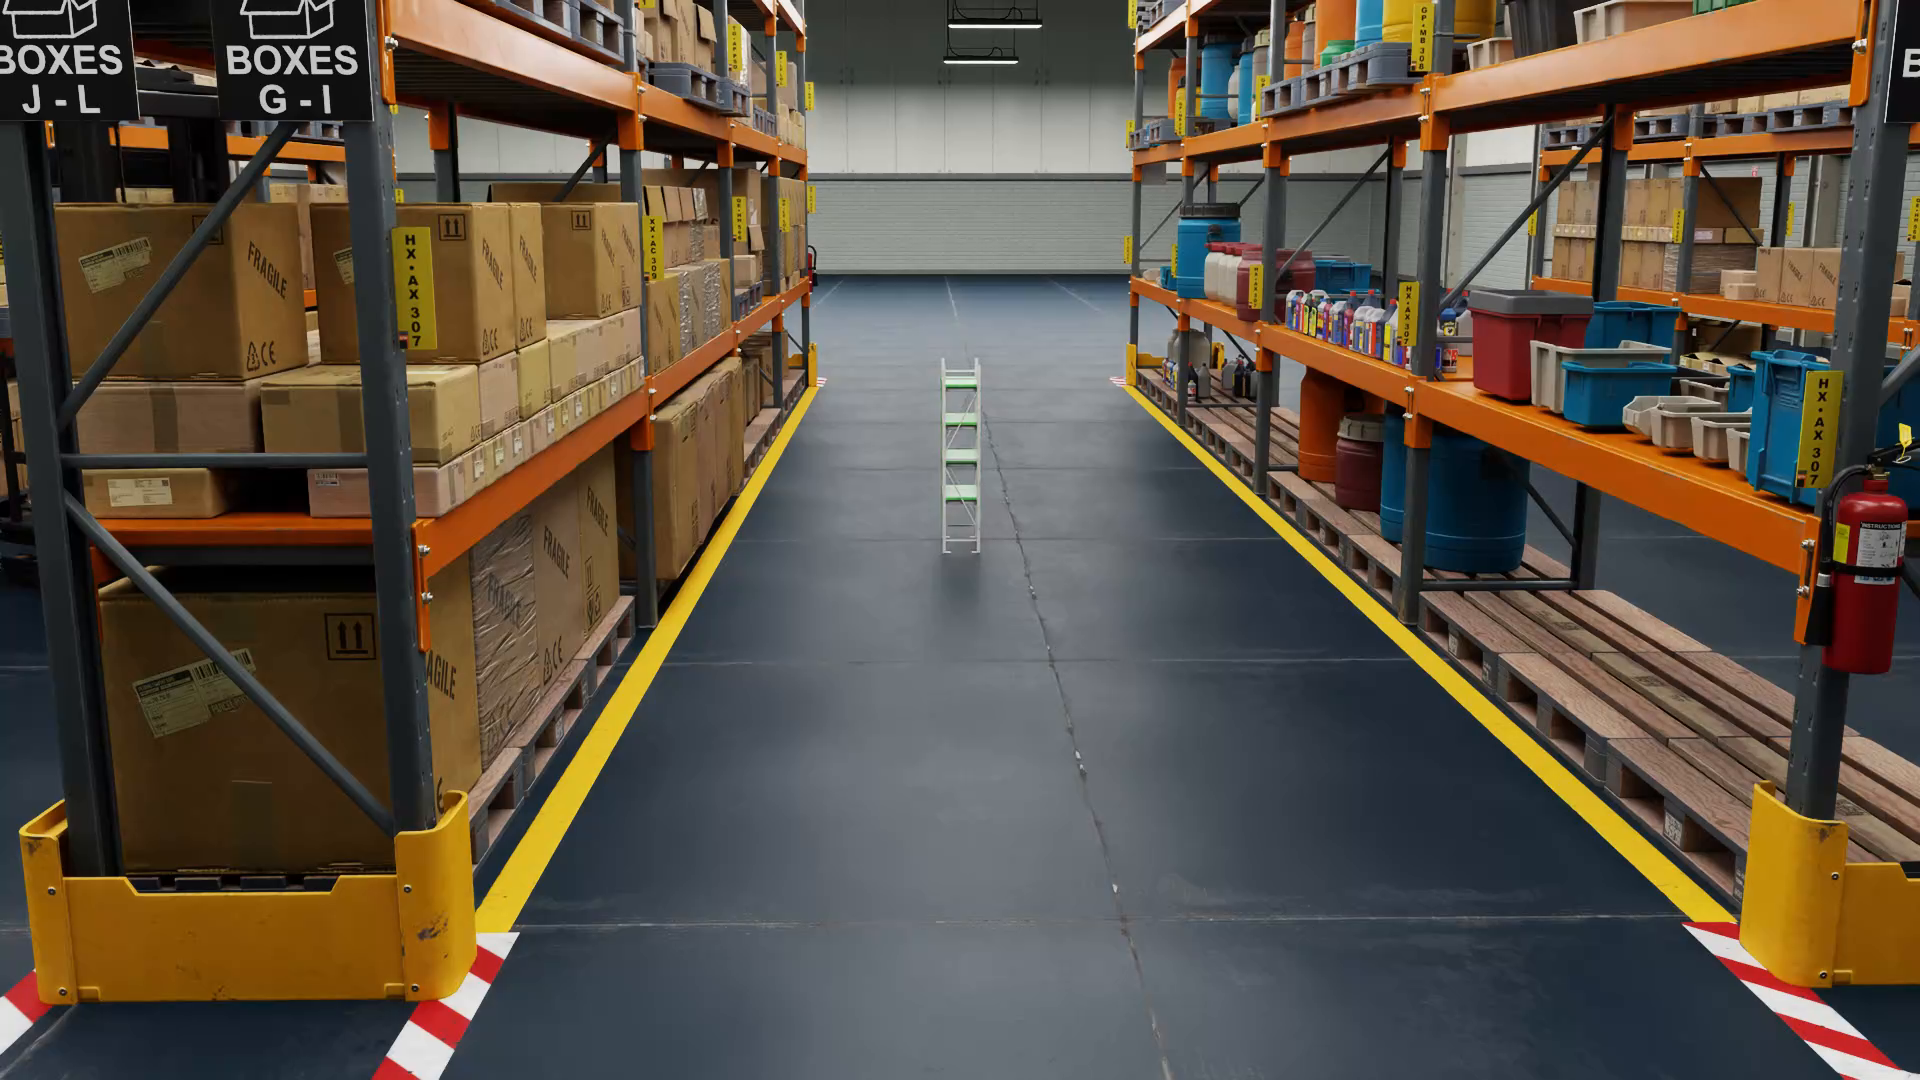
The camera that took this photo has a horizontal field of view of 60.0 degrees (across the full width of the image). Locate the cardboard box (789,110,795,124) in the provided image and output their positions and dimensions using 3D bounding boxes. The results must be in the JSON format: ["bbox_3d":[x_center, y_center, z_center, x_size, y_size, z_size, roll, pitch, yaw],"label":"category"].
[{"bbox_3d":[-2.013,-4.671,18.367,0.380,0.149,0.250,-1,11,-4],"label":"cardboard box"}]

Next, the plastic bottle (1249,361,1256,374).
[{"bbox_3d":[3.082,-1.696,17.431,0.144,0.351,0.185,0,11,0],"label":"plastic bottle"}]

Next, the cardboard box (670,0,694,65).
[{"bbox_3d":[-1.995,-3.234,10.602,0.500,0.500,0.500,0,11,2],"label":"cardboard box"}]

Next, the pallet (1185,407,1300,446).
[{"bbox_3d":[2.739,-1.094,15.920,1.003,0.211,1.213,0,11,-1],"label":"pallet"}]

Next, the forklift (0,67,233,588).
[{"bbox_3d":[-5.065,-1.249,9.845,3.031,2.935,1.130,6,13,28],"label":"forklift"}]

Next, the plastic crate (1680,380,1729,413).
[{"bbox_3d":[3.186,-0.581,6.893,0.293,0.136,0.466,0,11,-1],"label":"plastic crate"}]

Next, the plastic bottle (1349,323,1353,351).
[{"bbox_3d":[2.463,-1.275,10.297,0.097,0.201,0.097,0,11,0],"label":"plastic bottle"}]

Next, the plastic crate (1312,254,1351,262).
[{"bbox_3d":[3.039,-2.175,14.076,0.402,0.464,0.583,0,11,-1],"label":"plastic crate"}]

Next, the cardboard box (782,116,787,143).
[{"bbox_3d":[-2.037,-4.188,16.993,0.500,0.250,0.500,0,11,-2],"label":"cardboard box"}]

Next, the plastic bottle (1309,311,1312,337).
[{"bbox_3d":[2.440,-1.495,11.383,0.097,0.201,0.097,0,11,0],"label":"plastic bottle"}]

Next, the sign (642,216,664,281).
[{"bbox_3d":[-1.548,-1.472,8.392,0.100,0.325,0.005,0,11,-1],"label":"sign"}]

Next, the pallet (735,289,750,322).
[{"bbox_3d":[-2.306,-1.848,13.107,1.213,0.211,1.003,0,11,-1],"label":"pallet"}]

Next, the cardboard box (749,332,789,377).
[{"bbox_3d":[-2.308,-2.129,19.240,0.500,0.500,0.500,3,12,14],"label":"cardboard box"}]

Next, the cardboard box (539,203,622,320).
[{"bbox_3d":[-1.819,-1.256,7.448,0.500,0.500,0.500,0,11,-1],"label":"cardboard box"}]

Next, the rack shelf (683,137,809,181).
[{"bbox_3d":[-2.309,-4.111,18.044,1.077,0.370,4.000,0,11,-1],"label":"rack shelf"}]

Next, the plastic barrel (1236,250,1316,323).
[{"bbox_3d":[2.454,-1.979,12.928,0.600,0.536,0.708,0,11,-1],"label":"plastic barrel"}]

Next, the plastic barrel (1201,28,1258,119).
[{"bbox_3d":[2.771,-4.736,16.999,0.600,0.901,0.708,0,11,-1],"label":"plastic barrel"}]

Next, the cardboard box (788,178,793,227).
[{"bbox_3d":[-2.045,-3.570,17.598,0.500,0.500,0.500,0,11,-1],"label":"cardboard box"}]

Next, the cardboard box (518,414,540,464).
[{"bbox_3d":[-1.720,-0.364,5.940,0.380,0.149,0.250,0,11,-2],"label":"cardboard box"}]

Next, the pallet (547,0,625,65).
[{"bbox_3d":[-2.096,-2.270,7.382,1.003,0.211,1.213,0,11,-1],"label":"pallet"}]

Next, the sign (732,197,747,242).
[{"bbox_3d":[-1.630,-2.371,12.292,0.100,0.325,0.005,0,11,-1],"label":"sign"}]

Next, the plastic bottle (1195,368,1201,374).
[{"bbox_3d":[2.526,-1.668,17.480,0.152,0.276,0.135,0,11,-1],"label":"plastic bottle"}]

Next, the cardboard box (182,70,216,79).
[{"bbox_3d":[-7.496,-4.490,16.423,0.500,0.250,0.500,0,11,-2],"label":"cardboard box"}]

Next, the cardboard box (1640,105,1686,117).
[{"bbox_3d":[7.338,-4.496,17.356,0.380,0.149,0.250,0,11,-1],"label":"cardboard box"}]

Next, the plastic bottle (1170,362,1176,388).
[{"bbox_3d":[2.341,-1.800,18.143,0.097,0.271,0.097,0,11,0],"label":"plastic bottle"}]

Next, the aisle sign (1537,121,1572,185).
[{"bbox_3d":[7.246,-4.717,20.227,0.394,0.787,0.004,0,11,-1],"label":"aisle sign"}]

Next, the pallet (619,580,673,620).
[{"bbox_3d":[-2.194,0.208,9.505,1.003,0.211,1.213,0,11,-1],"label":"pallet"}]

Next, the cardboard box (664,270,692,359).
[{"bbox_3d":[-1.883,-1.347,9.902,0.500,0.500,0.500,0,11,-2],"label":"cardboard box"}]

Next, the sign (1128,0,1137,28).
[{"bbox_3d":[2.051,-6.248,19.749,0.100,0.325,0.005,0,11,-1],"label":"sign"}]

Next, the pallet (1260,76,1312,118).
[{"bbox_3d":[2.685,-3.046,11.462,1.003,0.211,1.213,0,11,-1],"label":"pallet"}]

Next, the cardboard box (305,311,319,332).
[{"bbox_3d":[-7.172,-1.886,17.097,0.875,0.875,0.875,0,11,0],"label":"cardboard box"}]

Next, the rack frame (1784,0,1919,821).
[{"bbox_3d":[2.932,-0.231,4.654,1.000,3.000,0.127,0,11,-1],"label":"rack frame"}]

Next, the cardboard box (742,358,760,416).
[{"bbox_3d":[-2.277,-1.465,15.914,0.700,0.500,0.500,-1,12,-6],"label":"cardboard box"}]

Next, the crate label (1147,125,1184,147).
[{"bbox_3d":[2.310,-4.435,18.207,0.502,0.251,0.408,0,11,-1],"label":"crate label"}]

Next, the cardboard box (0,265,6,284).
[{"bbox_3d":[-6.665,-1.828,11.350,0.380,0.149,0.250,0,11,0],"label":"cardboard box"}]

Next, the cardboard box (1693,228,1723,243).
[{"bbox_3d":[7.417,-3.056,16.696,0.380,0.149,0.250,0,11,-1],"label":"cardboard box"}]

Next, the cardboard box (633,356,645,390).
[{"bbox_3d":[-1.769,-0.823,8.206,0.380,0.149,0.250,0,11,-1],"label":"cardboard box"}]

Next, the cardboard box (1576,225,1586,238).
[{"bbox_3d":[7.362,-3.567,19.214,0.380,0.149,0.250,0,11,-2],"label":"cardboard box"}]

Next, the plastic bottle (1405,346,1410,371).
[{"bbox_3d":[2.488,-1.029,9.086,0.097,0.201,0.097,0,11,0],"label":"plastic bottle"}]

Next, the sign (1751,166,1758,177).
[{"bbox_3d":[13.348,-6.139,27.944,0.001,0.298,0.199,0,11,-1],"label":"sign"}]

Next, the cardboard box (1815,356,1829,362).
[{"bbox_3d":[7.949,-1.586,15.784,0.500,0.311,0.500,0,11,0],"label":"cardboard box"}]

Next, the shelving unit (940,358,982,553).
[{"bbox_3d":[0.003,-0.555,10.778,0.258,1.200,0.503,0,11,-1],"label":"shelving unit"}]

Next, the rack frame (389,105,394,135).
[{"bbox_3d":[-7.311,-6.331,19.633,1.000,3.000,0.127,0,11,-1],"label":"rack frame"}]

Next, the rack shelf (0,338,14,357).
[{"bbox_3d":[-7.105,-1.051,10.503,1.077,0.370,4.000,0,11,-1],"label":"rack shelf"}]

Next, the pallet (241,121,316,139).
[{"bbox_3d":[-7.235,-4.185,16.823,1.003,0.211,1.213,0,11,-1],"label":"pallet"}]

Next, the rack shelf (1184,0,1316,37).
[{"bbox_3d":[2.725,-4.610,13.967,1.077,0.370,4.000,0,11,-1],"label":"rack shelf"}]

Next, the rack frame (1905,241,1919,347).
[{"bbox_3d":[7.719,-1.841,12.589,1.000,3.000,0.127,0,11,-1],"label":"rack frame"}]

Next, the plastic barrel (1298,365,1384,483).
[{"bbox_3d":[2.794,-0.866,12.188,0.600,0.830,0.708,0,11,-1],"label":"plastic barrel"}]

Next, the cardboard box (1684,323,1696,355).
[{"bbox_3d":[7.410,-2.053,17.606,0.500,0.500,0.500,0,11,-1],"label":"cardboard box"}]

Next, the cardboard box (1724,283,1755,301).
[{"bbox_3d":[7.450,-2.336,15.661,0.380,0.149,0.250,0,11,-1],"label":"cardboard box"}]

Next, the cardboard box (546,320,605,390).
[{"bbox_3d":[-1.807,-0.787,7.024,0.500,0.250,0.500,0,11,0],"label":"cardboard box"}]

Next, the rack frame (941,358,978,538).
[{"bbox_3d":[-0.002,-0.604,11.017,0.240,1.200,0.015,0,11,-1],"label":"rack frame"}]

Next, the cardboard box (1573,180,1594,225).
[{"bbox_3d":[7.568,-3.908,19.264,0.700,0.500,0.500,-1,11,-3],"label":"cardboard box"}]

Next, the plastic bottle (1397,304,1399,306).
[{"bbox_3d":[3.186,-1.622,12.011,0.097,0.201,0.097,0,11,0],"label":"plastic bottle"}]

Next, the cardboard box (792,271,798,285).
[{"bbox_3d":[-2.002,-2.915,18.513,0.380,0.149,0.250,0,11,-1],"label":"cardboard box"}]

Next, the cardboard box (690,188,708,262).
[{"bbox_3d":[-2.186,-2.196,11.566,0.797,0.503,0.637,0,11,1],"label":"cardboard box"}]

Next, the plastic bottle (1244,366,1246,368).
[{"bbox_3d":[3.038,-1.724,17.767,0.097,0.271,0.097,0,11,0],"label":"plastic bottle"}]

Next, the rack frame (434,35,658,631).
[{"bbox_3d":[-2.102,-1.006,8.473,1.000,3.000,0.127,0,11,-1],"label":"rack frame"}]
